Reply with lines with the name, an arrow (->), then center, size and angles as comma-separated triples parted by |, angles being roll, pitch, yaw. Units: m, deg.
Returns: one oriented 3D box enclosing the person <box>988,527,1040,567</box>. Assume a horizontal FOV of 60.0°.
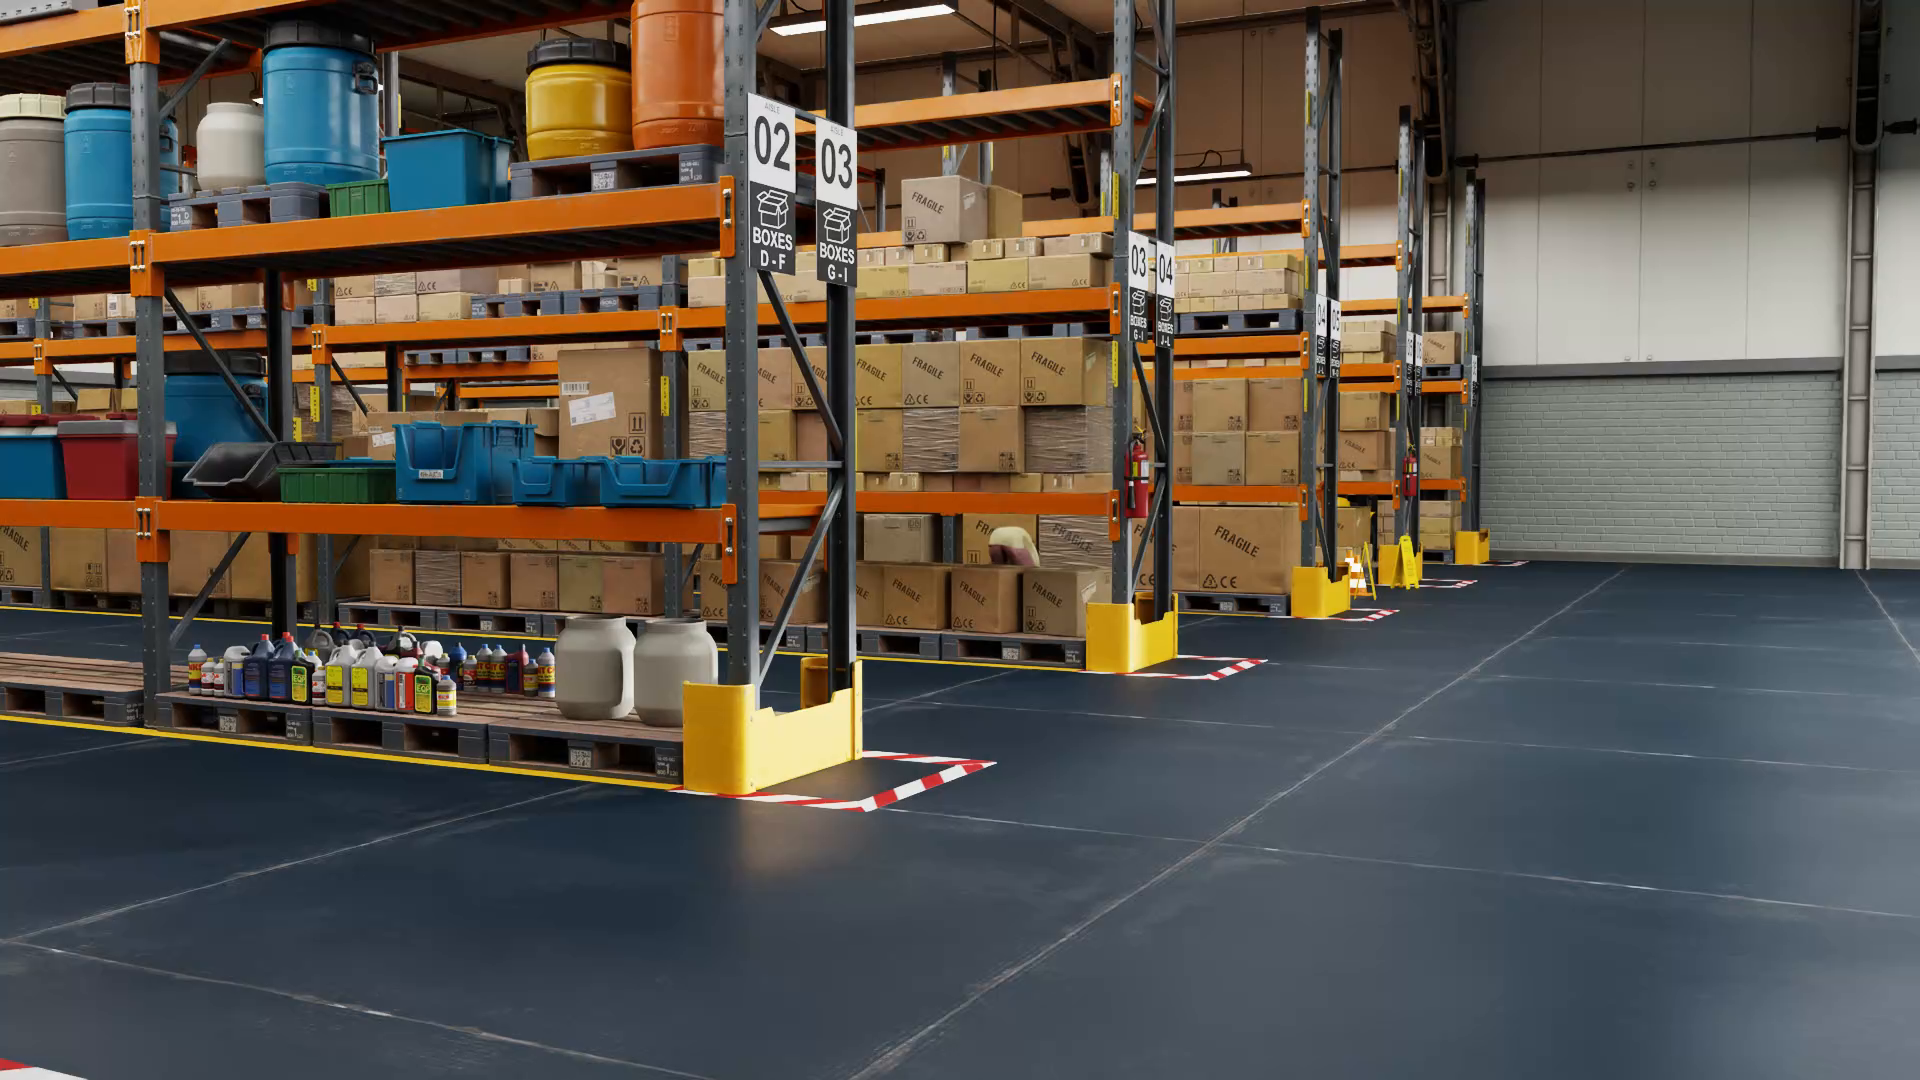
person -> 0.557, 0.340, 16.508 | 0.468, 0.854, 0.849 | 1, 3, 23
